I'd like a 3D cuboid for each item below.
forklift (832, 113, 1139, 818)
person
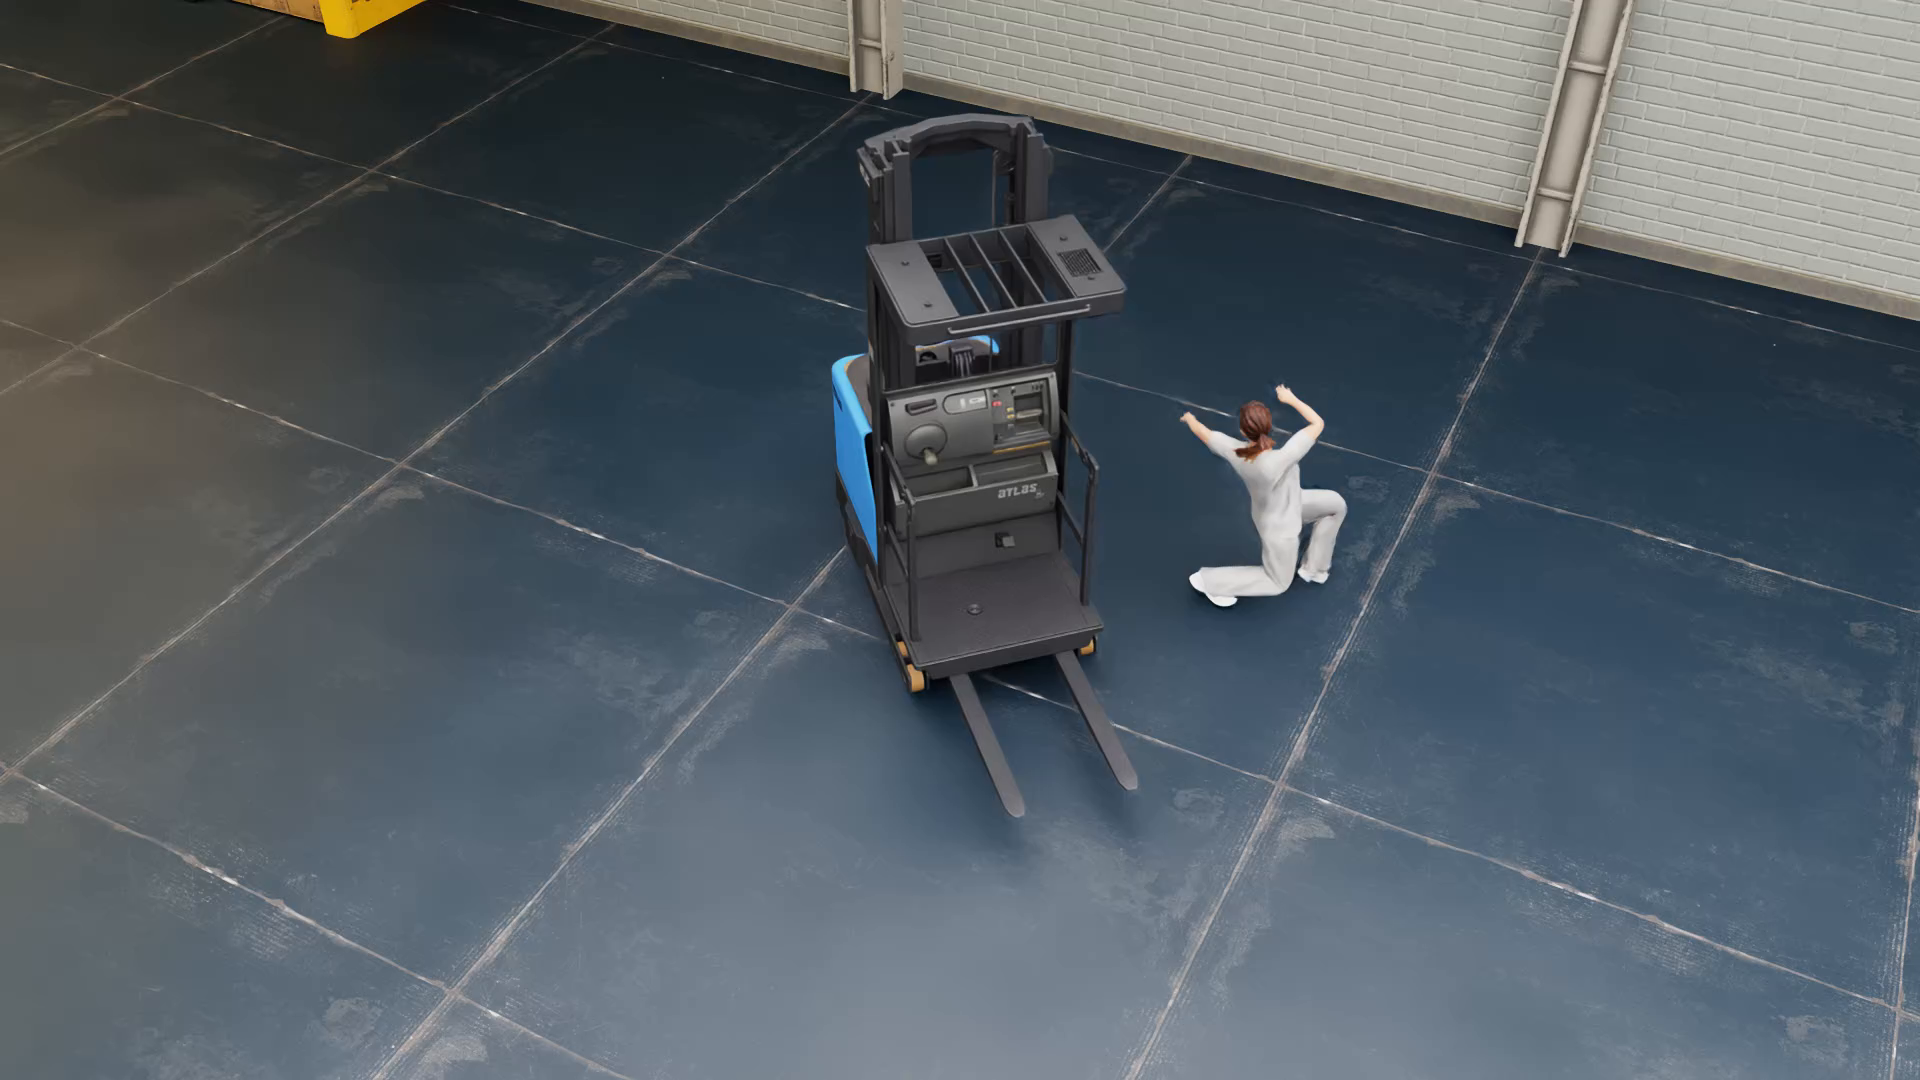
[{"bbox_3d":[0.141,-0.563,8.655,1.130,2.935,3.031,-11,41,-13],"label":"forklift"},{"bbox_3d":[1.746,-0.351,9.608,0.905,1.380,0.933,-10,41,-11],"label":"person"}]
